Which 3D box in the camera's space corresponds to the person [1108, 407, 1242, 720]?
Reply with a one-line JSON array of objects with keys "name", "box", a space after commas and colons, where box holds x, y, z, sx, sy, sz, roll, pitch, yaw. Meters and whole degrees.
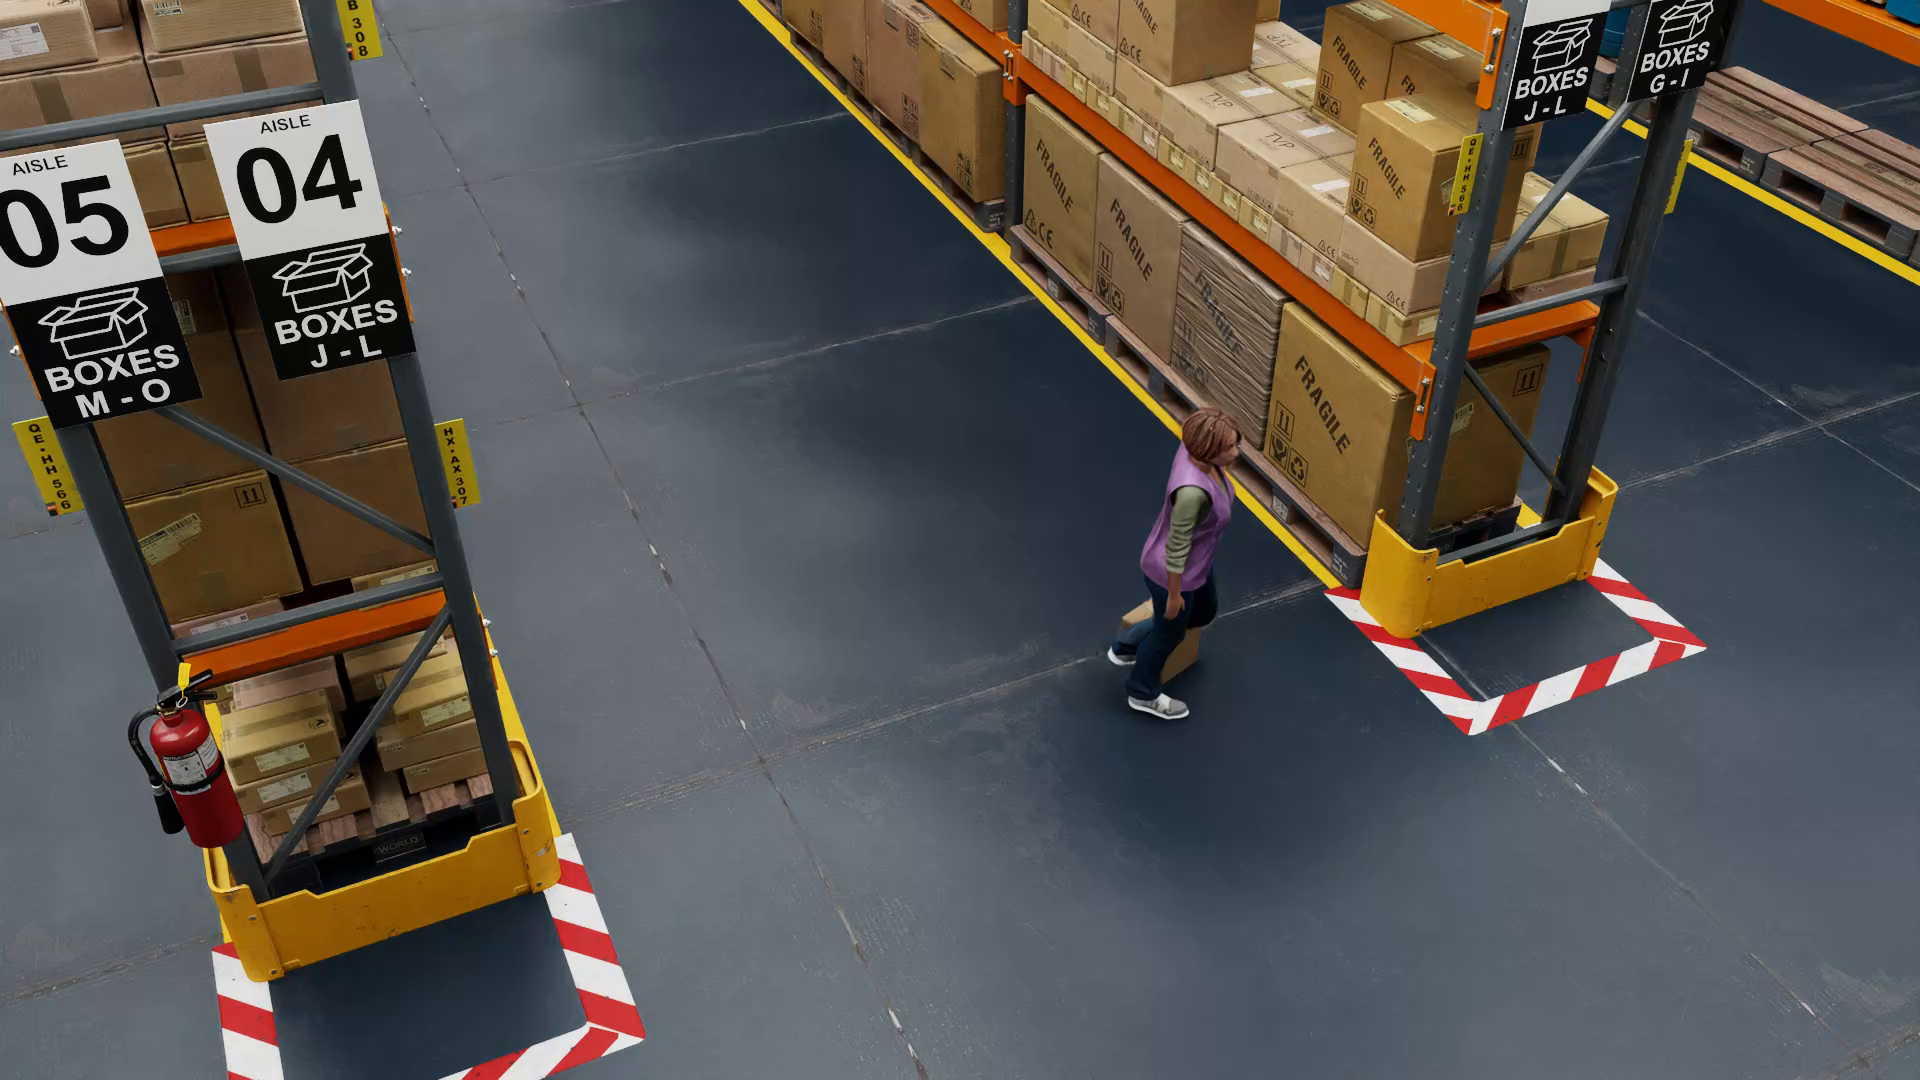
[{"name": "person", "box": [0.842, 0.101, 6.718, 0.463, 1.589, 0.468, 10, 39, 13]}]
